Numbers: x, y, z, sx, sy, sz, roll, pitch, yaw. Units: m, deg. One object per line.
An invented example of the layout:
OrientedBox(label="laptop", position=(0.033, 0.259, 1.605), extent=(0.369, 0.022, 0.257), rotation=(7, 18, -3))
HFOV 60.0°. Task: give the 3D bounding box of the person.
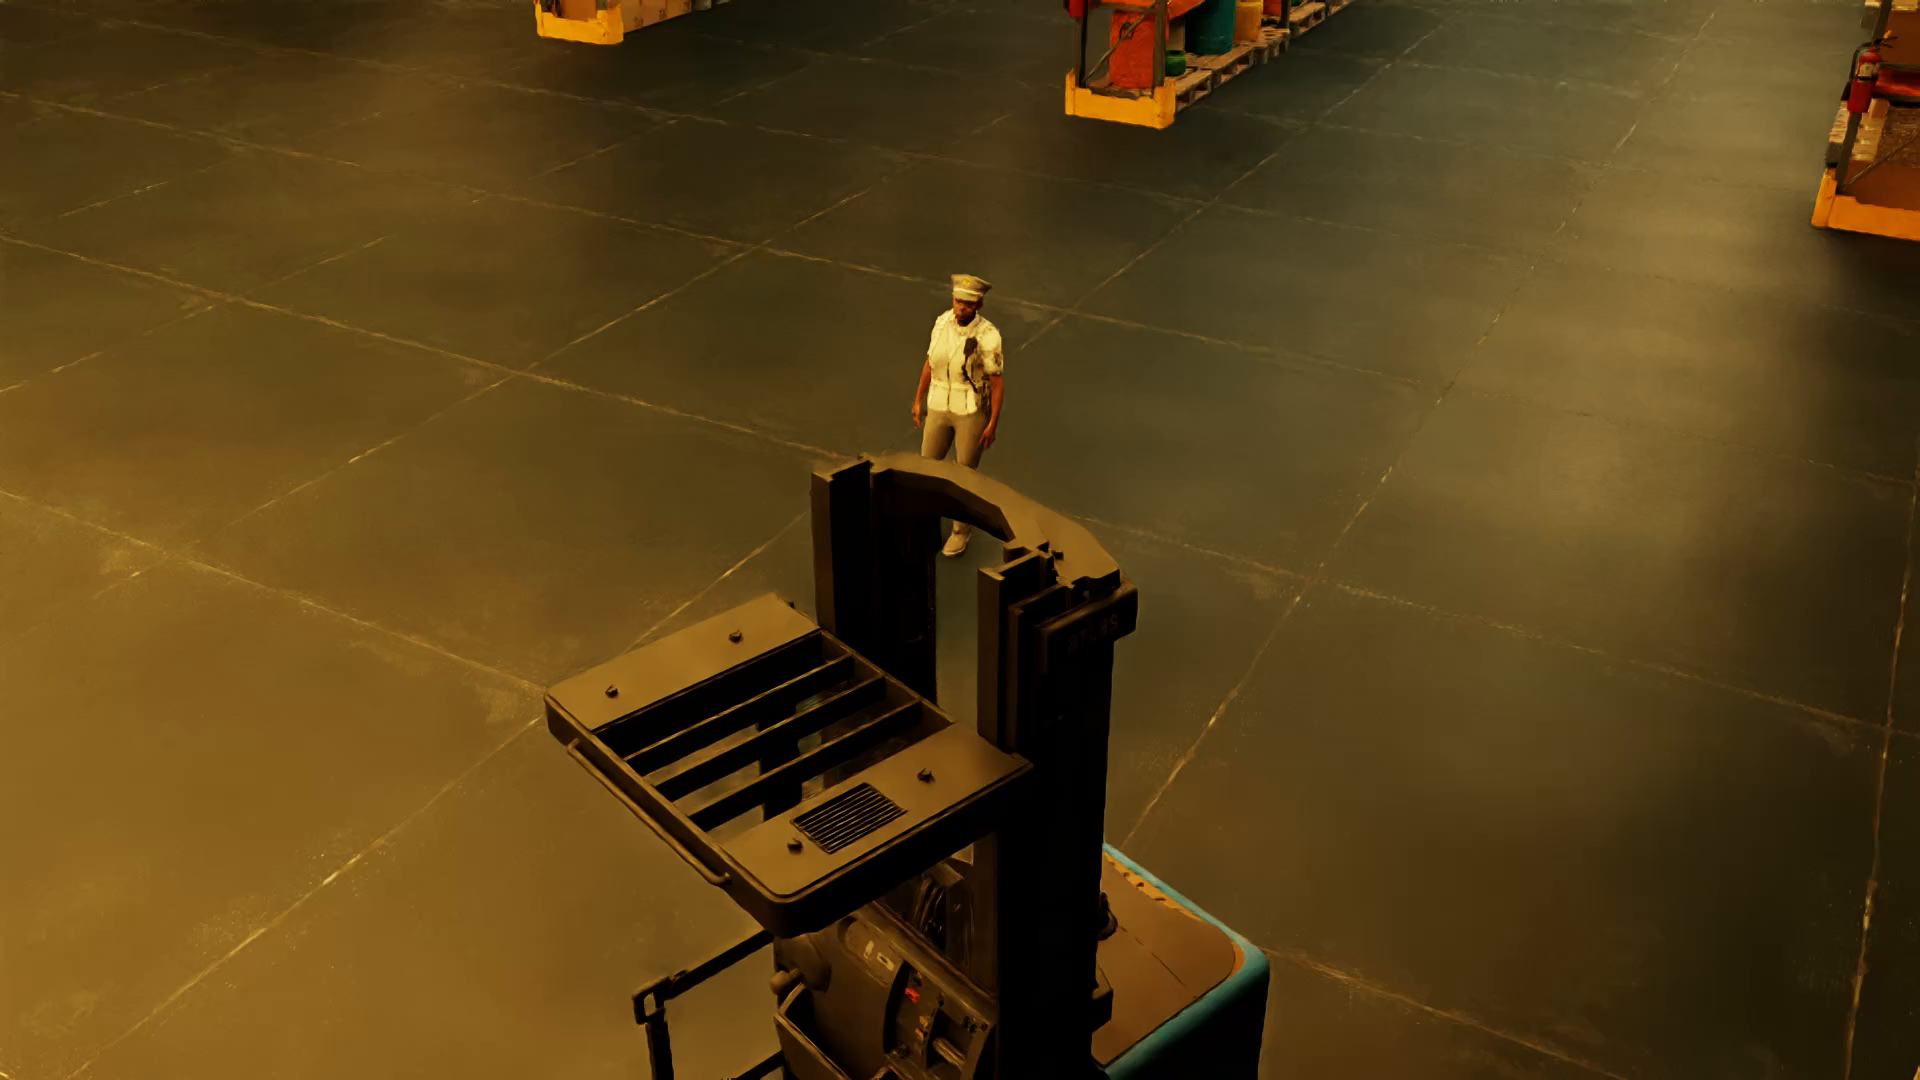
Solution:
OrientedBox(label="person", position=(-0.054, -0.712, 9.527), extent=(0.570, 1.695, 0.529), rotation=(15, 33, 25))

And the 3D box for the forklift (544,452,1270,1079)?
OrientedBox(label="forklift", position=(-0.401, 1.336, 4.755), extent=(3.031, 2.935, 1.130), rotation=(-24, 37, -35))
